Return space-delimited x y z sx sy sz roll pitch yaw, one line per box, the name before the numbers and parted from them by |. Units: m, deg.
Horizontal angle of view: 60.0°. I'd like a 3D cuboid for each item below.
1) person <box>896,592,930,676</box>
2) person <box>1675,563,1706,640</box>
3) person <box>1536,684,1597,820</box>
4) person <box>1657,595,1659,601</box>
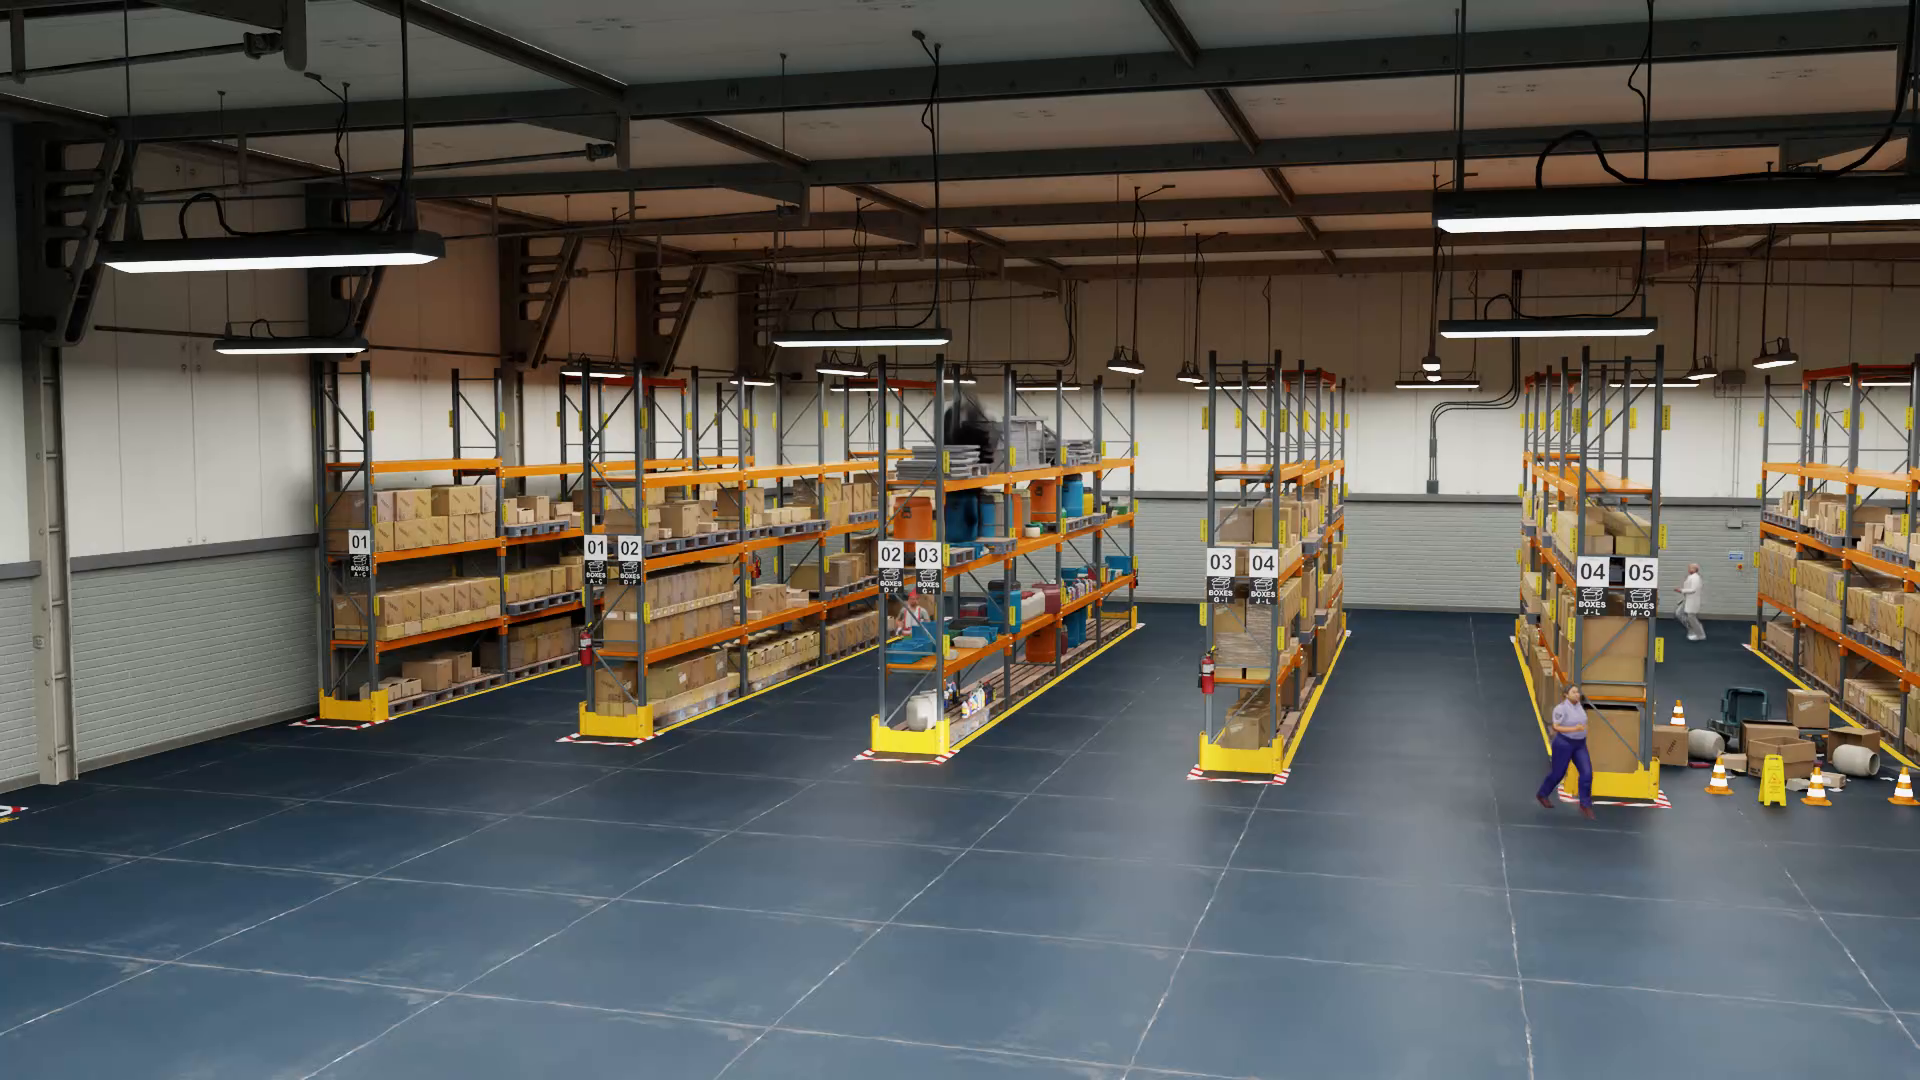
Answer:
person | -0.908 1.814 31.713 0.663 1.652 0.872 1 4 7
person | 16.676 1.403 37.993 0.713 1.748 0.683 1 4 12
person | 7.721 2.681 21.143 0.599 1.707 0.791 -2 4 -24
person | 14.571 1.610 35.646 0.635 1.760 0.751 0 4 4
